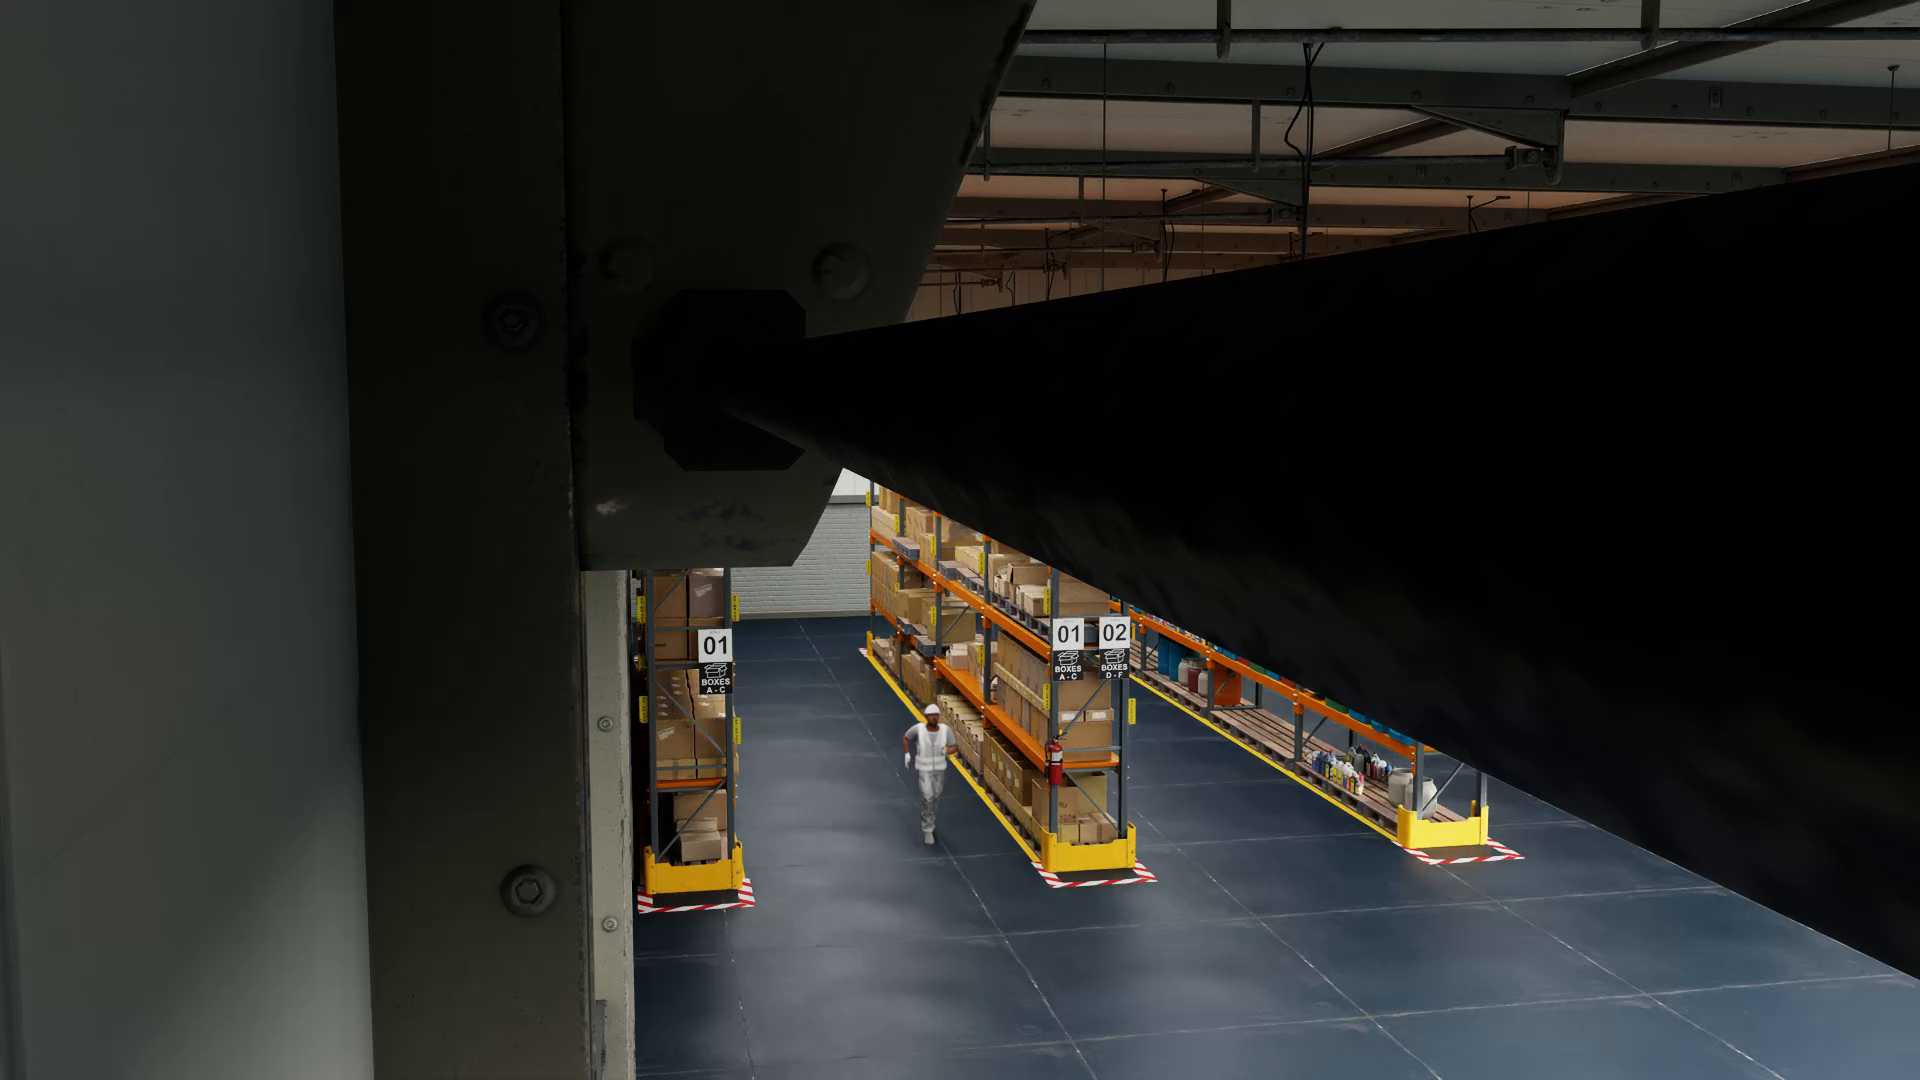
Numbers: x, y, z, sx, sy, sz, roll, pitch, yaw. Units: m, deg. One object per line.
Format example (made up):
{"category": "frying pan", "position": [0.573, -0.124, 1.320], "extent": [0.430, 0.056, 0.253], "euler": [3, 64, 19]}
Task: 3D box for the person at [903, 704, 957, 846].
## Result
{"category": "person", "position": [-0.389, 3.106, 22.337], "extent": [0.690, 1.836, 0.790], "euler": [-2, 6, -17]}
